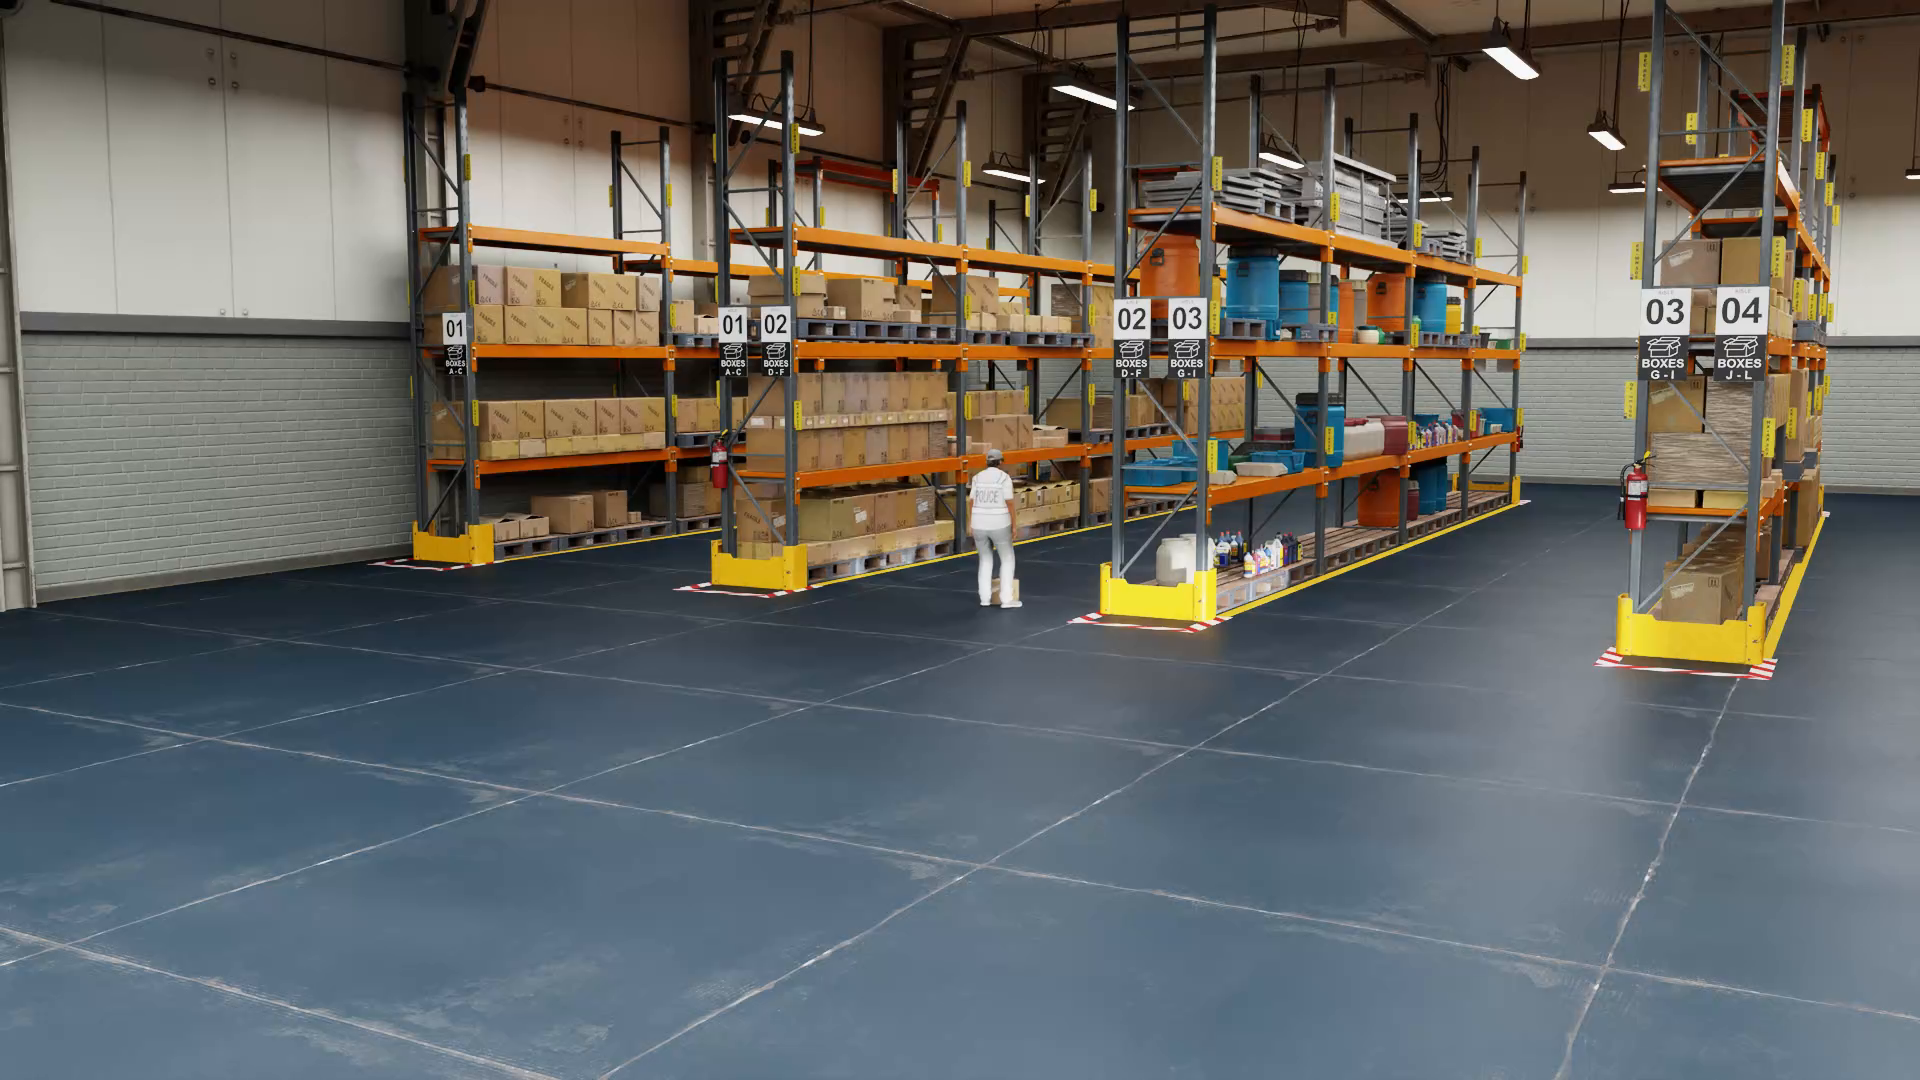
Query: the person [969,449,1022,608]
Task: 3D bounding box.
[{"bbox_3d":[0.368,-0.127,17.543,0.549,1.664,0.470,3,7,26],"label":"person"}]
